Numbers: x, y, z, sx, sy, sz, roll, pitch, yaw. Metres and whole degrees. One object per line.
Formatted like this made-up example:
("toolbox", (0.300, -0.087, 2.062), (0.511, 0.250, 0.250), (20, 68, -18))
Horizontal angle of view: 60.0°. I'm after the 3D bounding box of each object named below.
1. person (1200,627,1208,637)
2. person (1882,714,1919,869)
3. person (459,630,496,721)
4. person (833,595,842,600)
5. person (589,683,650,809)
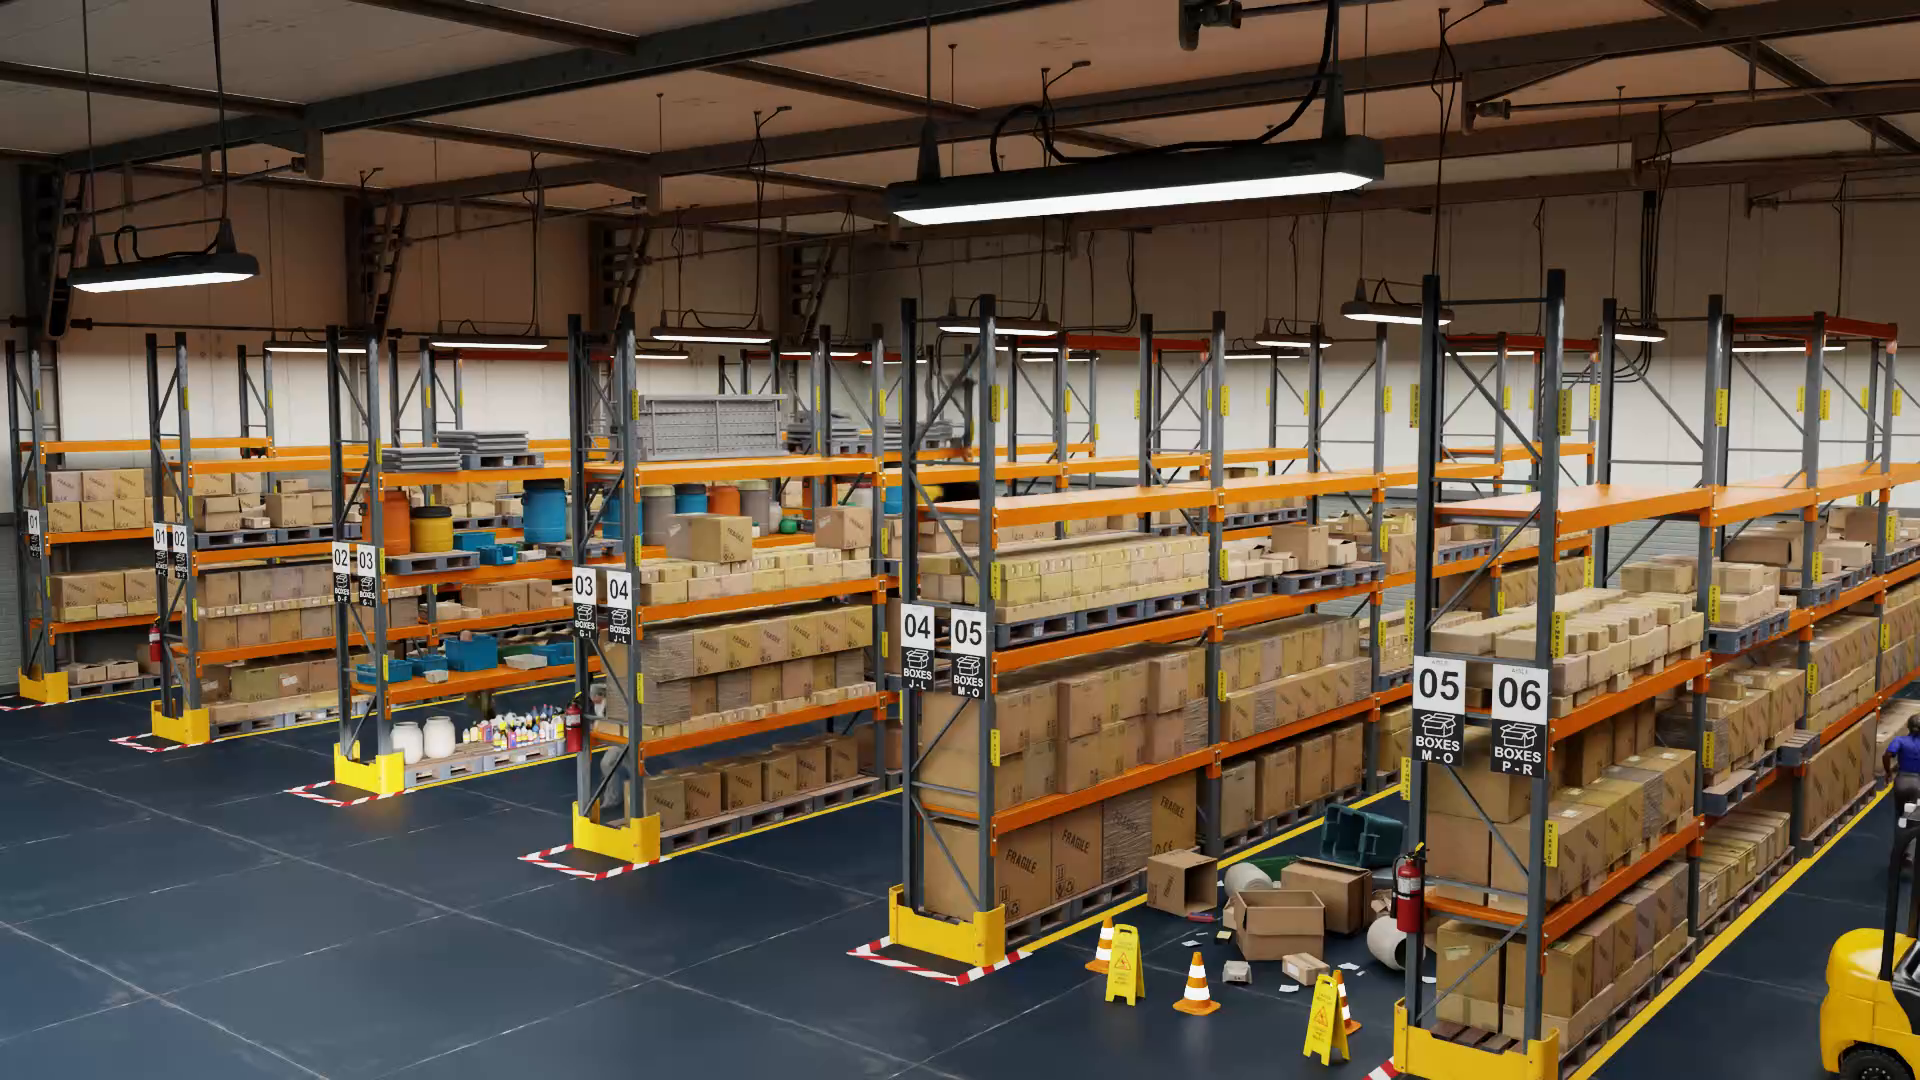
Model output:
("person", (3.730, 2.098, 25.135), (0.537, 1.609, 0.875), (4, 6, 36))
("person", (10.262, 2.722, 17.916), (0.564, 1.683, 0.858), (4, 6, 35))
("person", (-7.325, 2.121, 25.089), (0.735, 1.595, 0.871), (2, 5, 19))
("person", (-2.516, 1.396, 32.867), (0.547, 1.654, 0.877), (3, 6, 31))
("person", (-4.194, 2.545, 20.751), (0.949, 1.613, 0.654), (-5, 7, -42))
